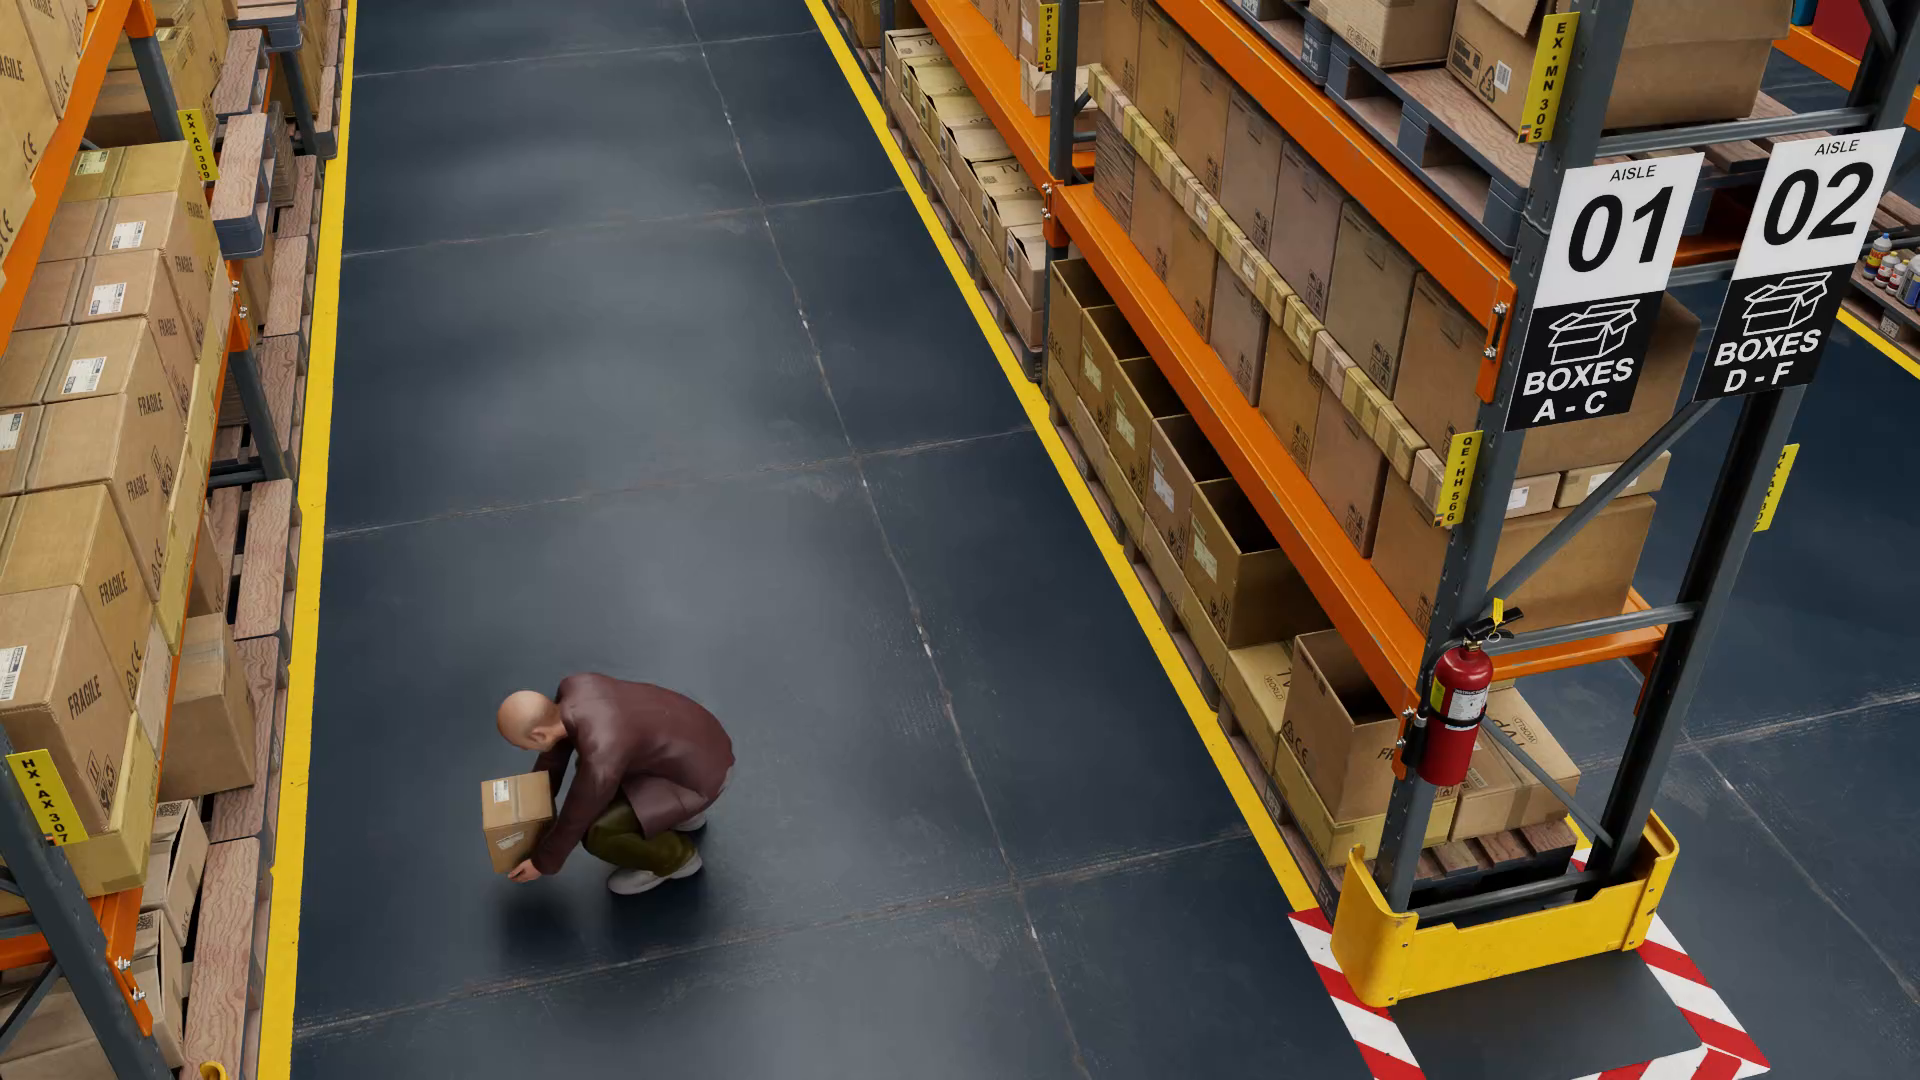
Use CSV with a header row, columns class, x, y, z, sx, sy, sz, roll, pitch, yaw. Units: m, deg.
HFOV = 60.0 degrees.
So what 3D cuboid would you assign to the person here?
class,x,y,z,sx,sy,sz,roll,pitch,yaw
person,-1.297,0.874,6.232,0.907,1.004,0.613,-9,39,-12
